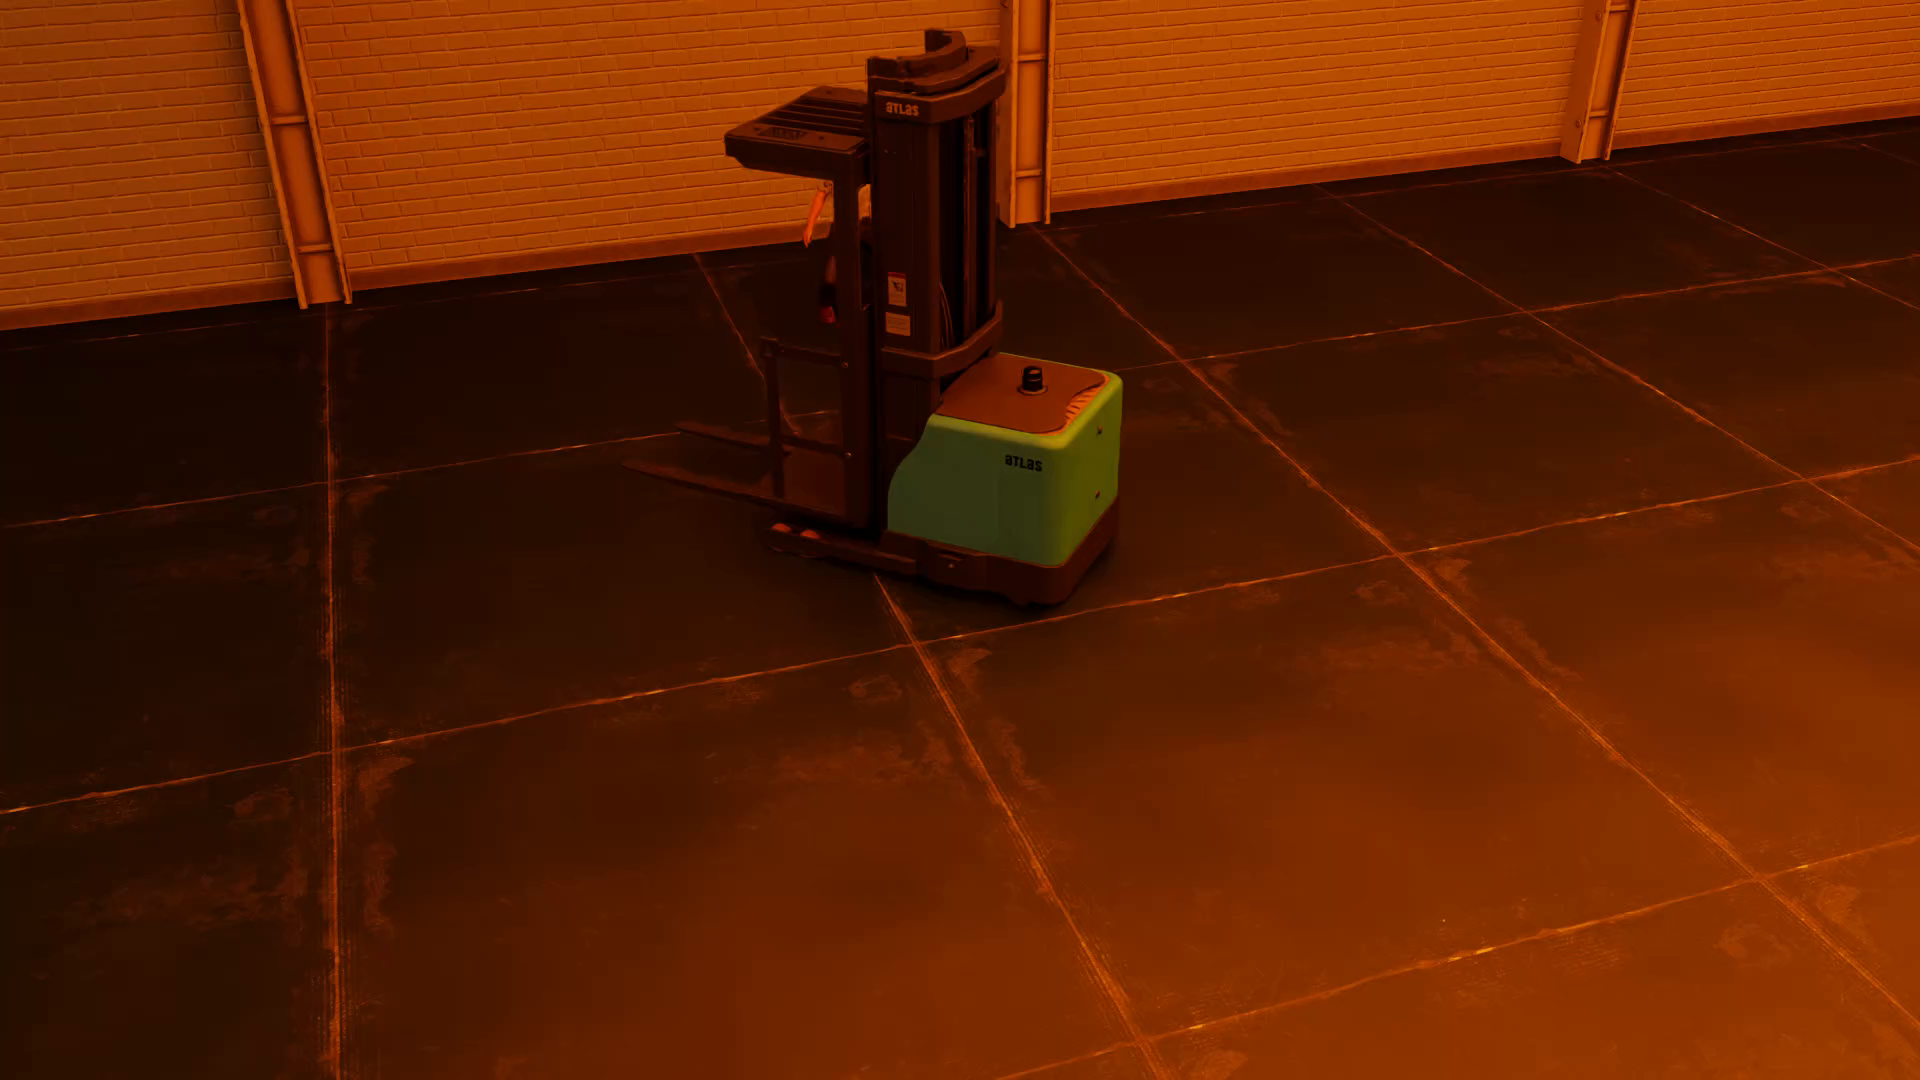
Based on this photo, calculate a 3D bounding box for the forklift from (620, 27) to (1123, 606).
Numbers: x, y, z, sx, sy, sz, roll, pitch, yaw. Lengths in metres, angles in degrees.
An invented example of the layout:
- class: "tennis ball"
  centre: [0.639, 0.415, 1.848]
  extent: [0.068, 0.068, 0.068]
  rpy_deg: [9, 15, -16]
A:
- class: "forklift"
  centre: [-0.613, -1.384, 9.493]
  extent: [3.031, 2.935, 1.130]
  rpy_deg: [13, 32, 21]

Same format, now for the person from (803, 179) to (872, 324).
- class: "person"
  centre: [-0.755, -2.348, 12.584]
  extent: [0.863, 1.553, 0.587]
  rpy_deg: [-6, 30, -10]
